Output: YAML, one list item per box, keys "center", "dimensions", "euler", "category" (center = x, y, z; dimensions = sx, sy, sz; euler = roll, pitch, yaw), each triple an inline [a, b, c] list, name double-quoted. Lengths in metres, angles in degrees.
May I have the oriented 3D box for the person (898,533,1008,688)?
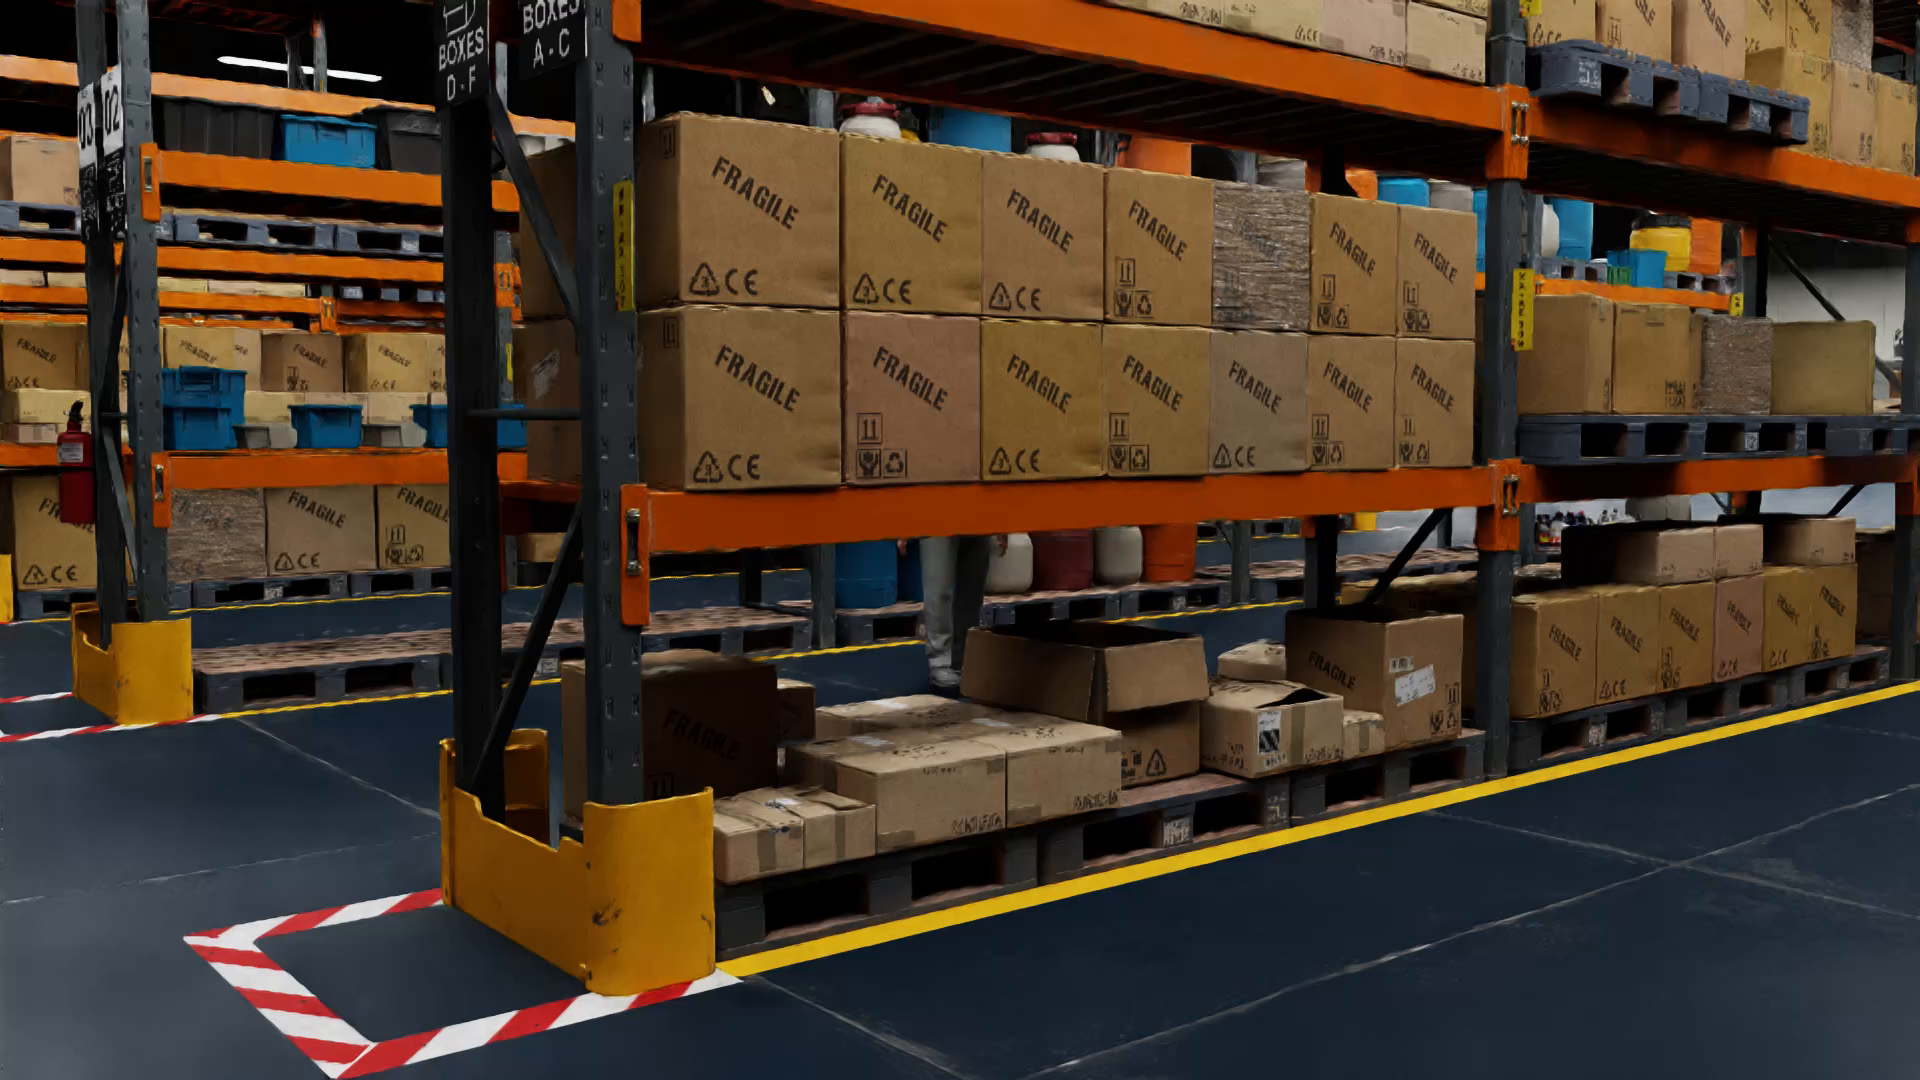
- center: [-0.014, -0.080, 9.155]
  dimensions: [0.672, 1.752, 0.583]
  euler: [-2, 5, -29]
  category: "person"
